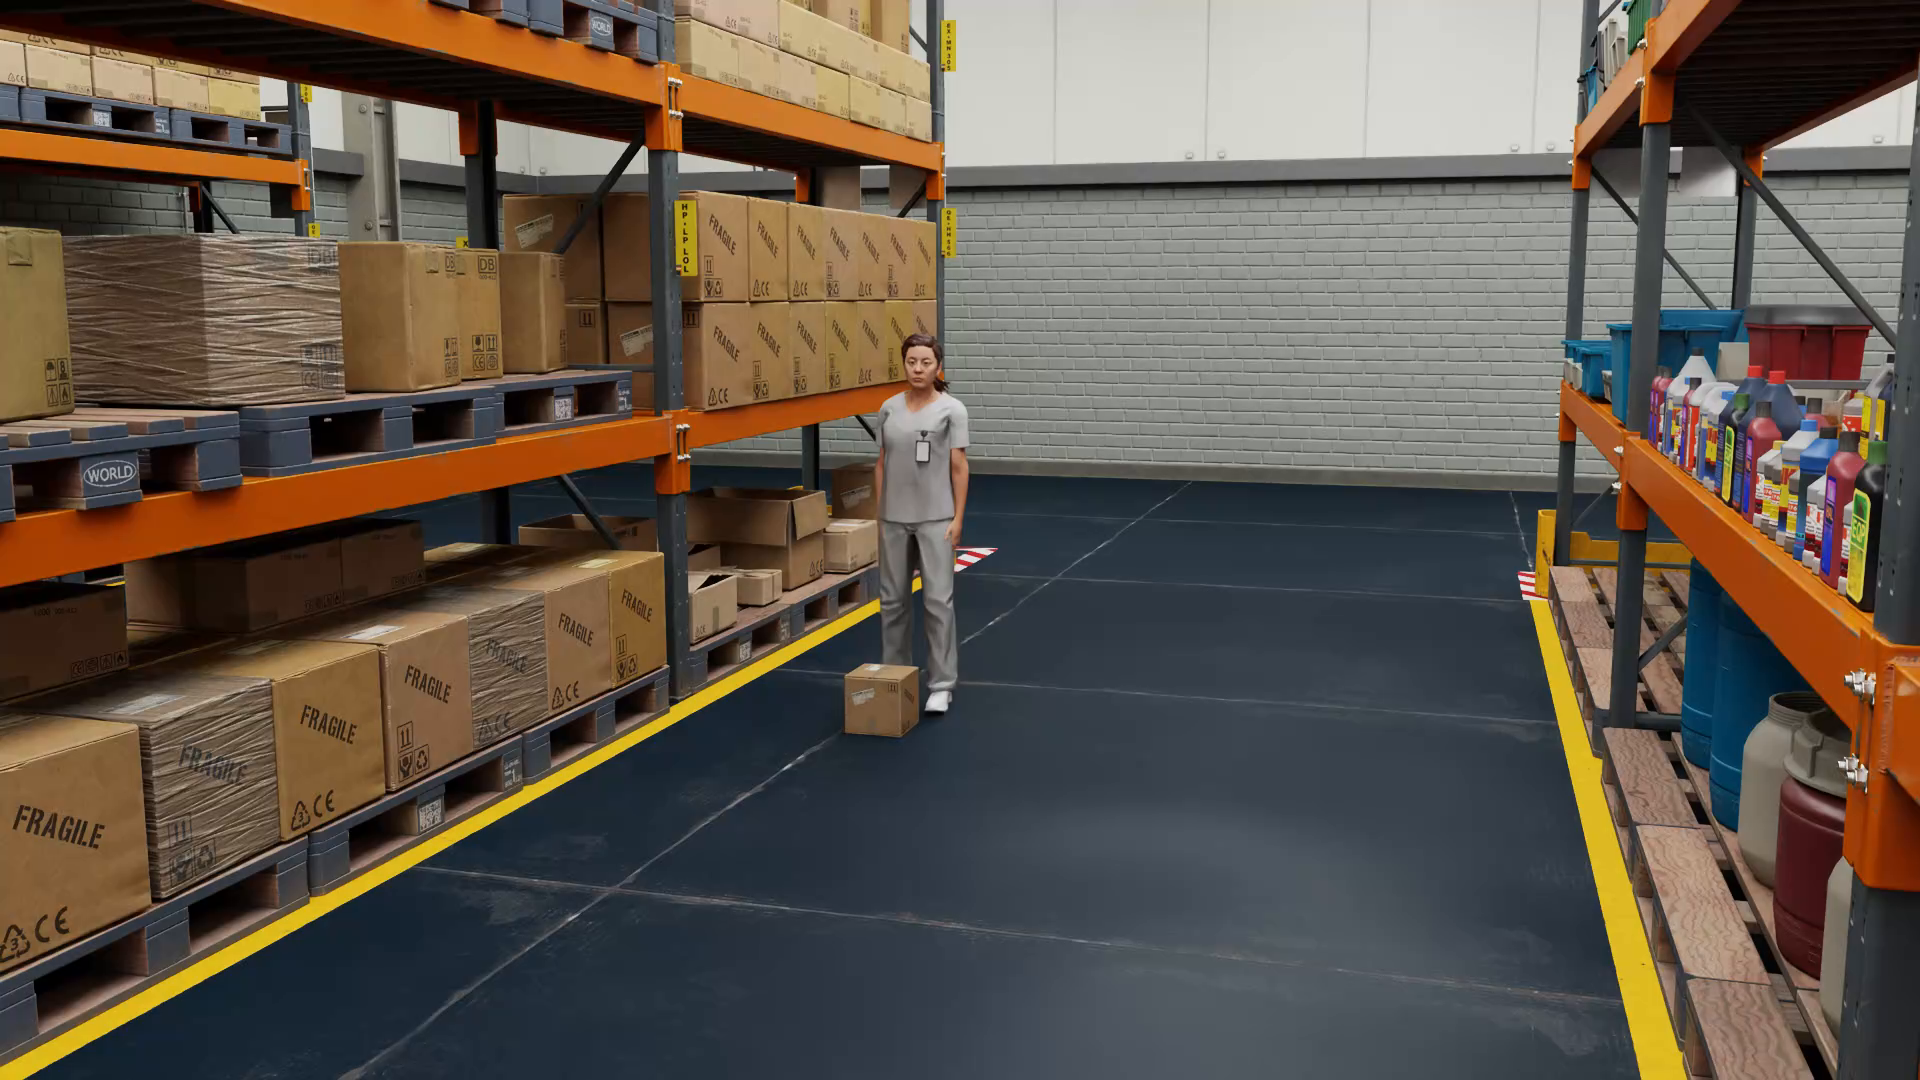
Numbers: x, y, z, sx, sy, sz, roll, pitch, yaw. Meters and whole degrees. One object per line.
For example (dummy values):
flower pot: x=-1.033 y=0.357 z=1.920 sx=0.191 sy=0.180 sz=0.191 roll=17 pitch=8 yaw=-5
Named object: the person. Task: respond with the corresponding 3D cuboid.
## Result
person: x=-0.192 y=-0.056 z=7.436 sx=0.477 sy=1.725 sz=0.391 roll=3 pitch=9 yaw=17
